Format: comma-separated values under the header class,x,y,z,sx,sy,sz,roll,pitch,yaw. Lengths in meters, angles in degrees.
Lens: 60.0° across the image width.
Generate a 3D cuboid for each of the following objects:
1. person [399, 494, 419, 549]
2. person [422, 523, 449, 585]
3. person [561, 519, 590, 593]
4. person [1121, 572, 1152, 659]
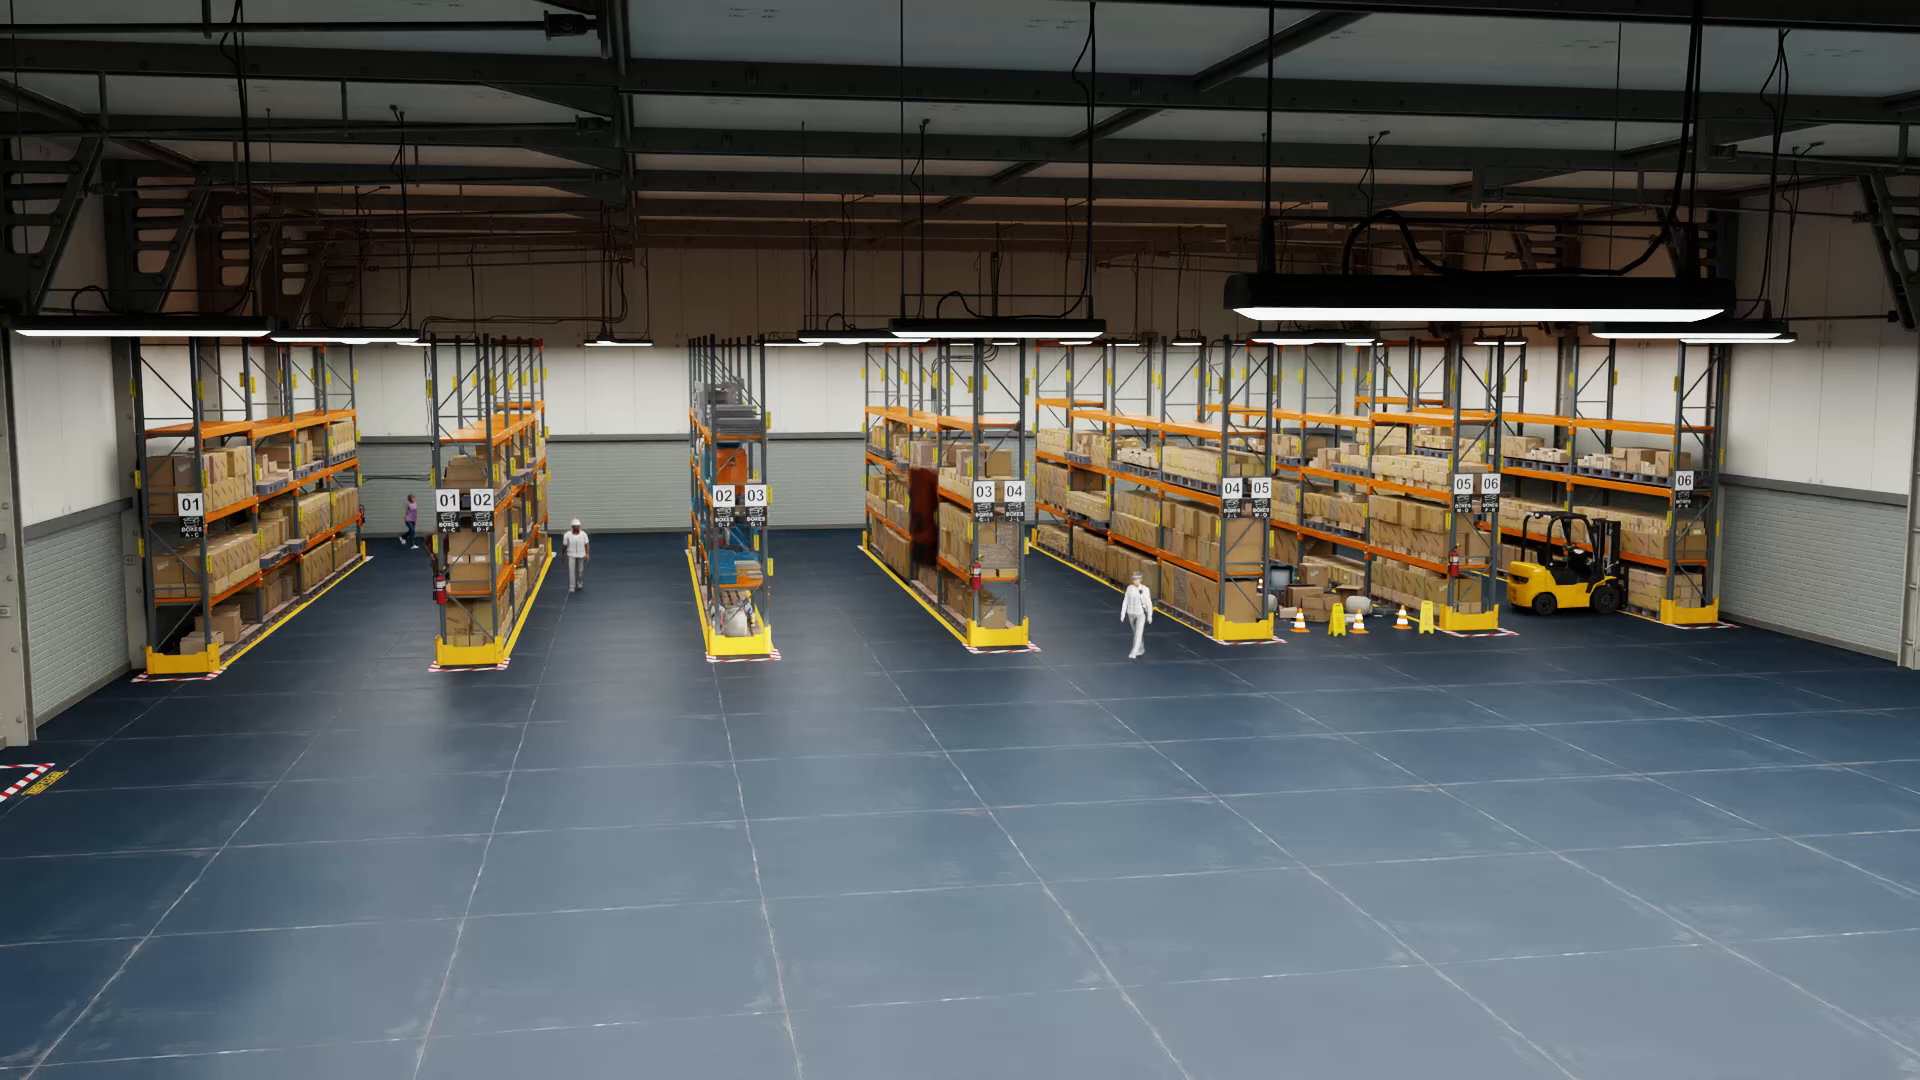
class,x,y,z,sx,sy,sz,roll,pitch,yaw
person,-15.874,-0.530,47.897,0.765,1.523,0.420,3,7,21
person,-12.350,0.385,39.429,0.671,1.680,0.665,0,7,-2
person,-9.081,0.365,39.248,0.661,1.704,1.099,-2,7,-15
person,3.235,1.384,30.757,0.518,1.610,1.045,4,8,33
